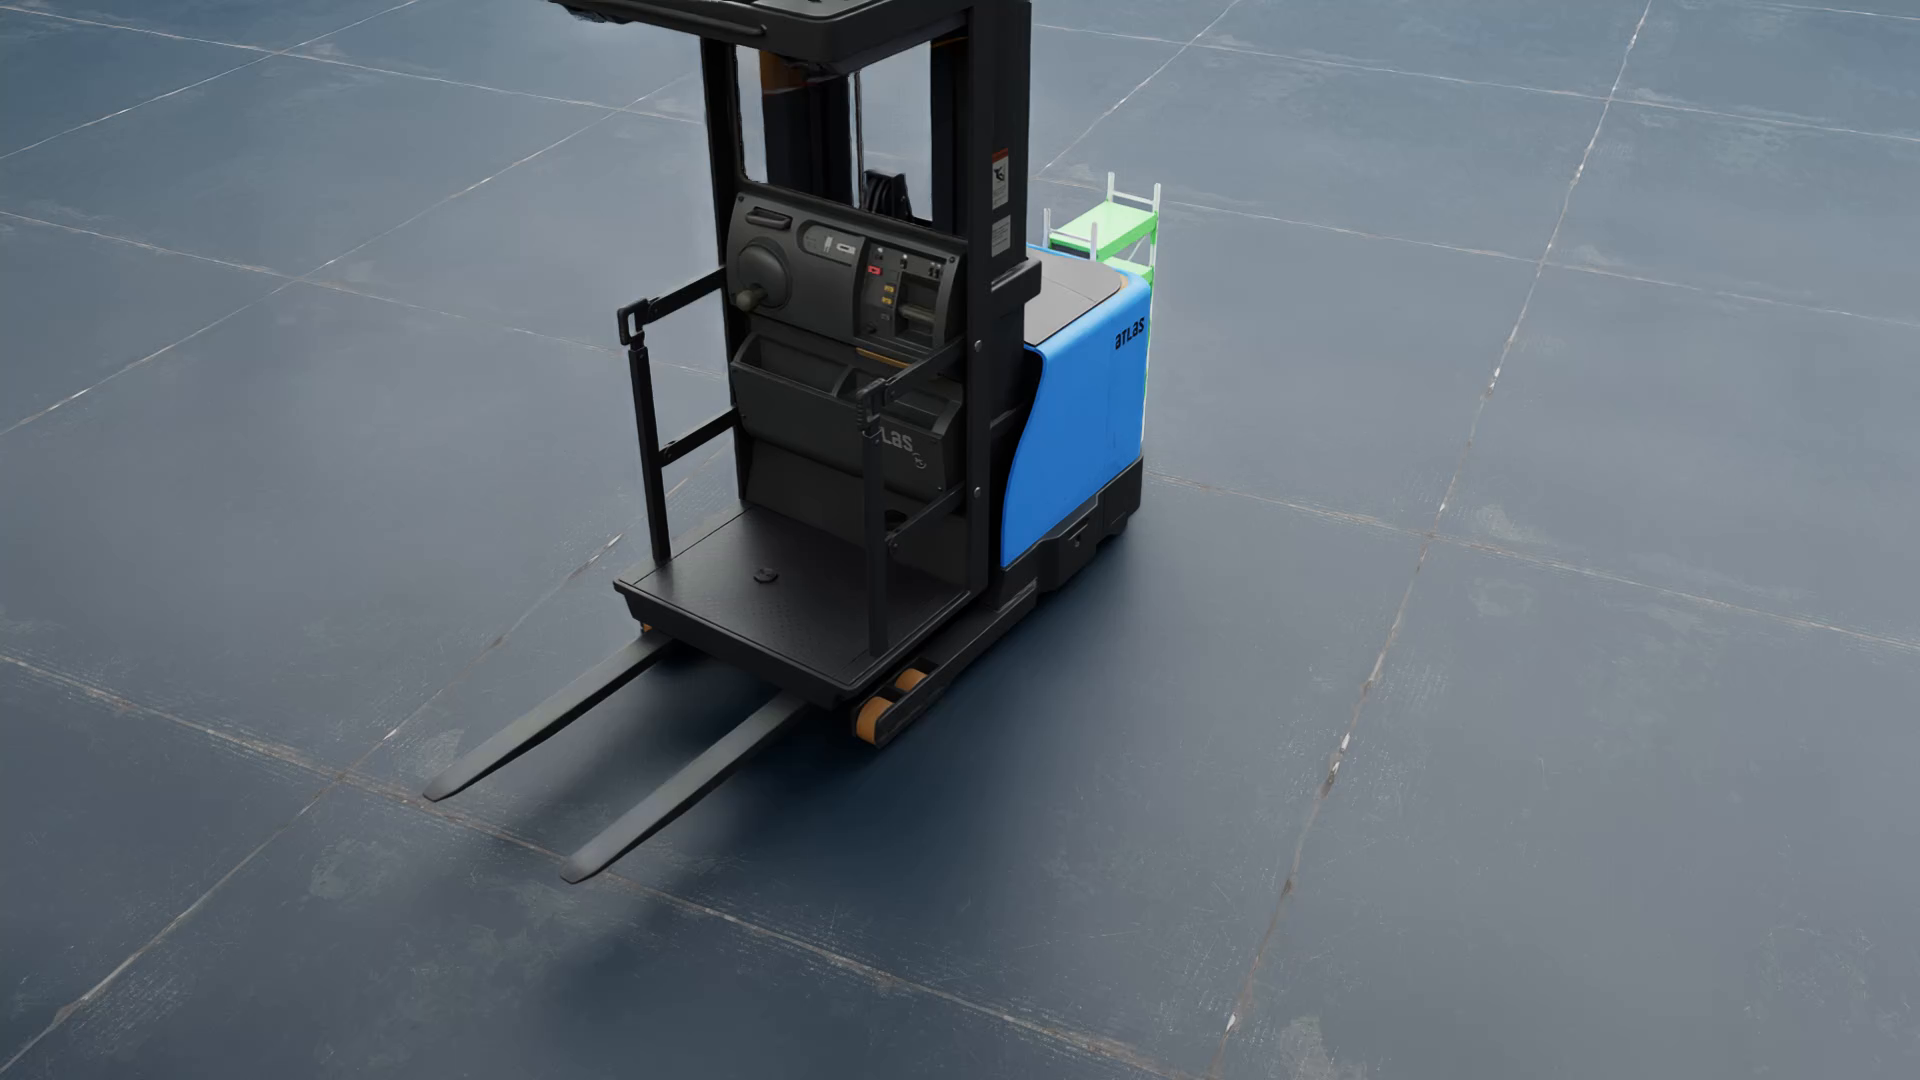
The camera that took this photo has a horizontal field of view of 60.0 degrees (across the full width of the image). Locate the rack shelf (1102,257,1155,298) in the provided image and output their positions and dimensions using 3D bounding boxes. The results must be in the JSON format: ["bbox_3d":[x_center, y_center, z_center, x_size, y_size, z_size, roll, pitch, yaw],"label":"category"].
[{"bbox_3d":[0.574,-1.019,6.889,0.258,0.148,0.480,21,39,29],"label":"rack shelf"}]

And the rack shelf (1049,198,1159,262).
[{"bbox_3d":[0.574,-1.220,6.757,0.258,0.148,0.480,21,39,29],"label":"rack shelf"}]

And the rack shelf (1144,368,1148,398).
[{"bbox_3d":[0.574,-0.618,7.152,0.258,0.148,0.480,21,39,29],"label":"rack shelf"}]

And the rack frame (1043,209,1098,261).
[{"bbox_3d":[0.433,-0.763,6.819,0.240,1.200,0.015,21,39,29],"label":"rack frame"}]

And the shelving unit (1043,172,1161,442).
[{"bbox_3d":[0.574,-0.872,6.985,0.258,1.200,0.503,21,39,29],"label":"shelving unit"}]

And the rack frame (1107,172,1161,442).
[{"bbox_3d":[0.715,-0.981,7.152,0.240,1.200,0.015,21,39,29],"label":"rack frame"}]

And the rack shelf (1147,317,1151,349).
[{"bbox_3d":[0.574,-0.818,7.020,0.258,0.148,0.480,21,39,29],"label":"rack shelf"}]

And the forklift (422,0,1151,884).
[{"bbox_3d":[-0.519,-0.824,5.334,1.130,2.935,3.031,21,39,29],"label":"forklift"}]
